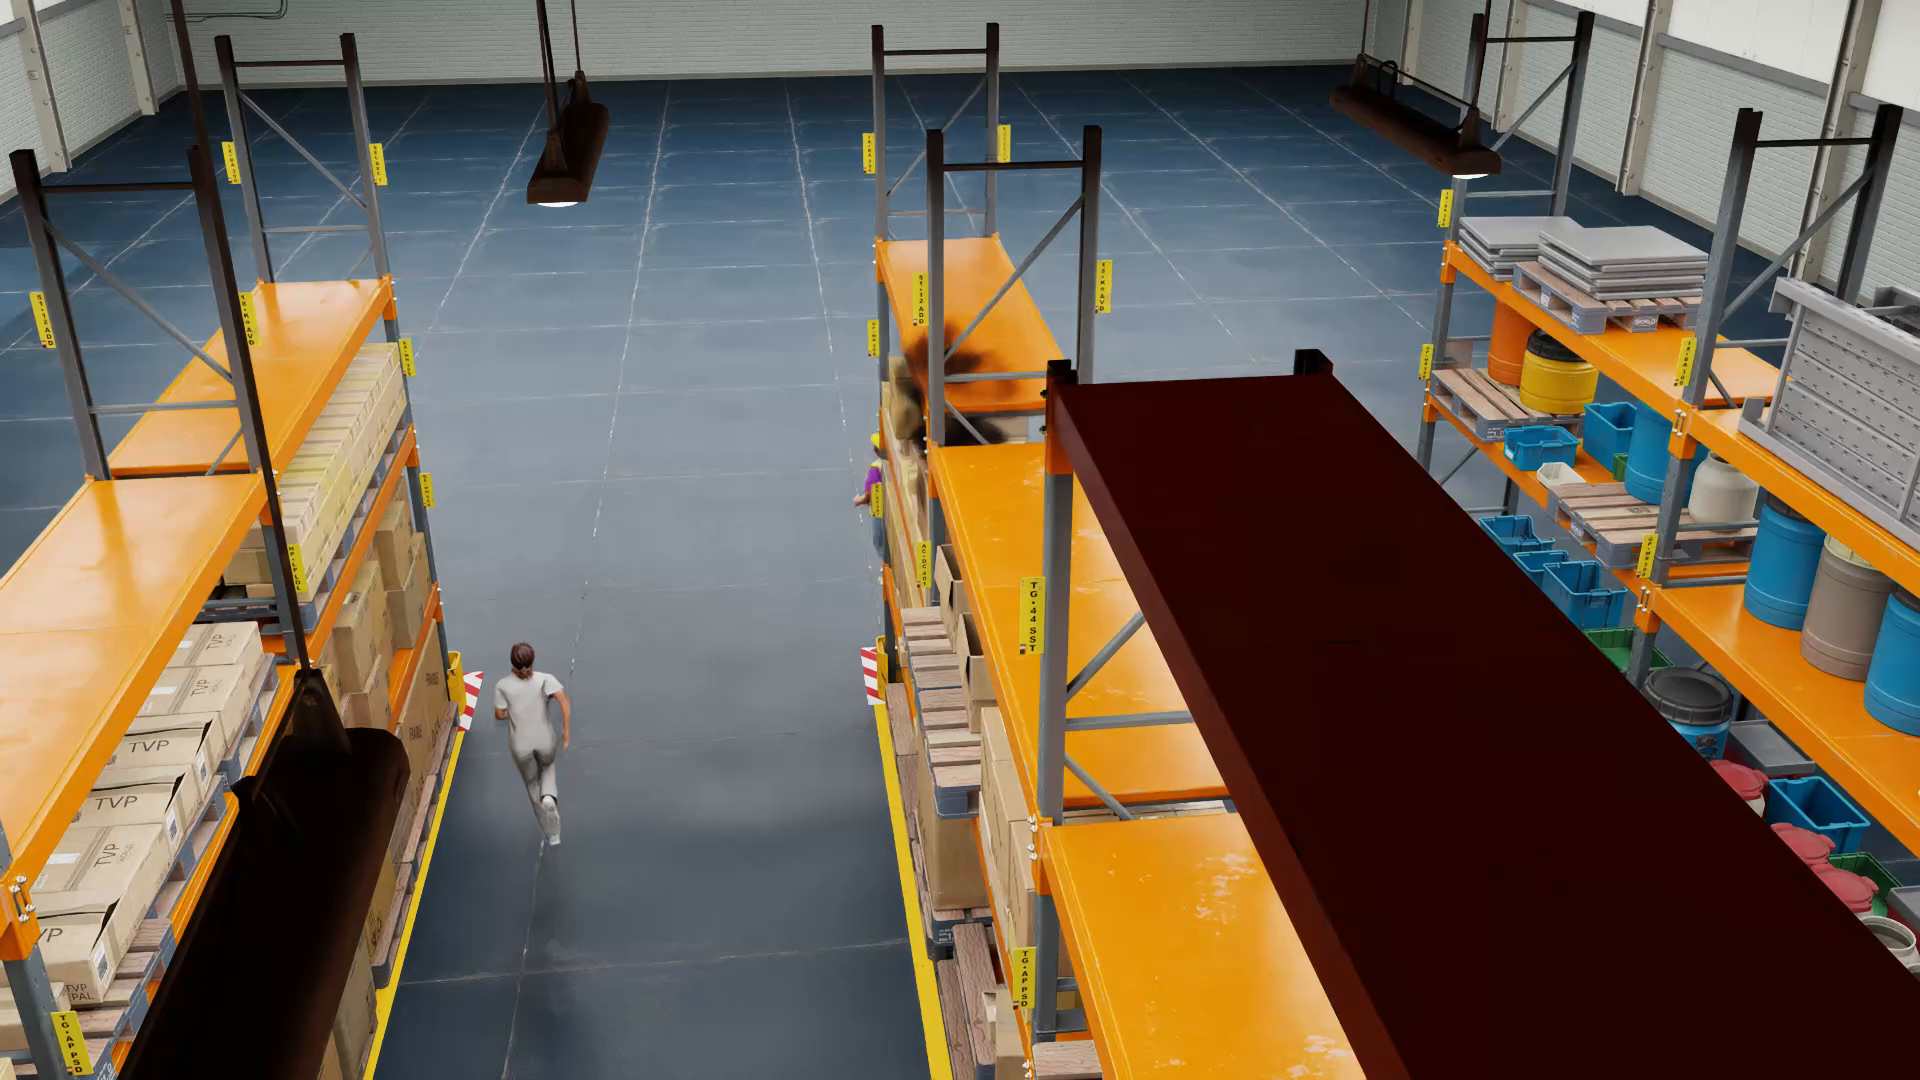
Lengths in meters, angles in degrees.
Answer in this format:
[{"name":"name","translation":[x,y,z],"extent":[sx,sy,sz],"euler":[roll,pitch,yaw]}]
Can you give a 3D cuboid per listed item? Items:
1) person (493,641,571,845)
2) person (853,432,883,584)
[{"name":"person","translation":[-3.259,1.542,12.778],"extent":[0.552,1.597,0.671],"euler":[-9,27,-18]},{"name":"person","translation":[-0.767,-0.315,17.171],"extent":[0.583,1.728,0.717],"euler":[19,32,35]}]
